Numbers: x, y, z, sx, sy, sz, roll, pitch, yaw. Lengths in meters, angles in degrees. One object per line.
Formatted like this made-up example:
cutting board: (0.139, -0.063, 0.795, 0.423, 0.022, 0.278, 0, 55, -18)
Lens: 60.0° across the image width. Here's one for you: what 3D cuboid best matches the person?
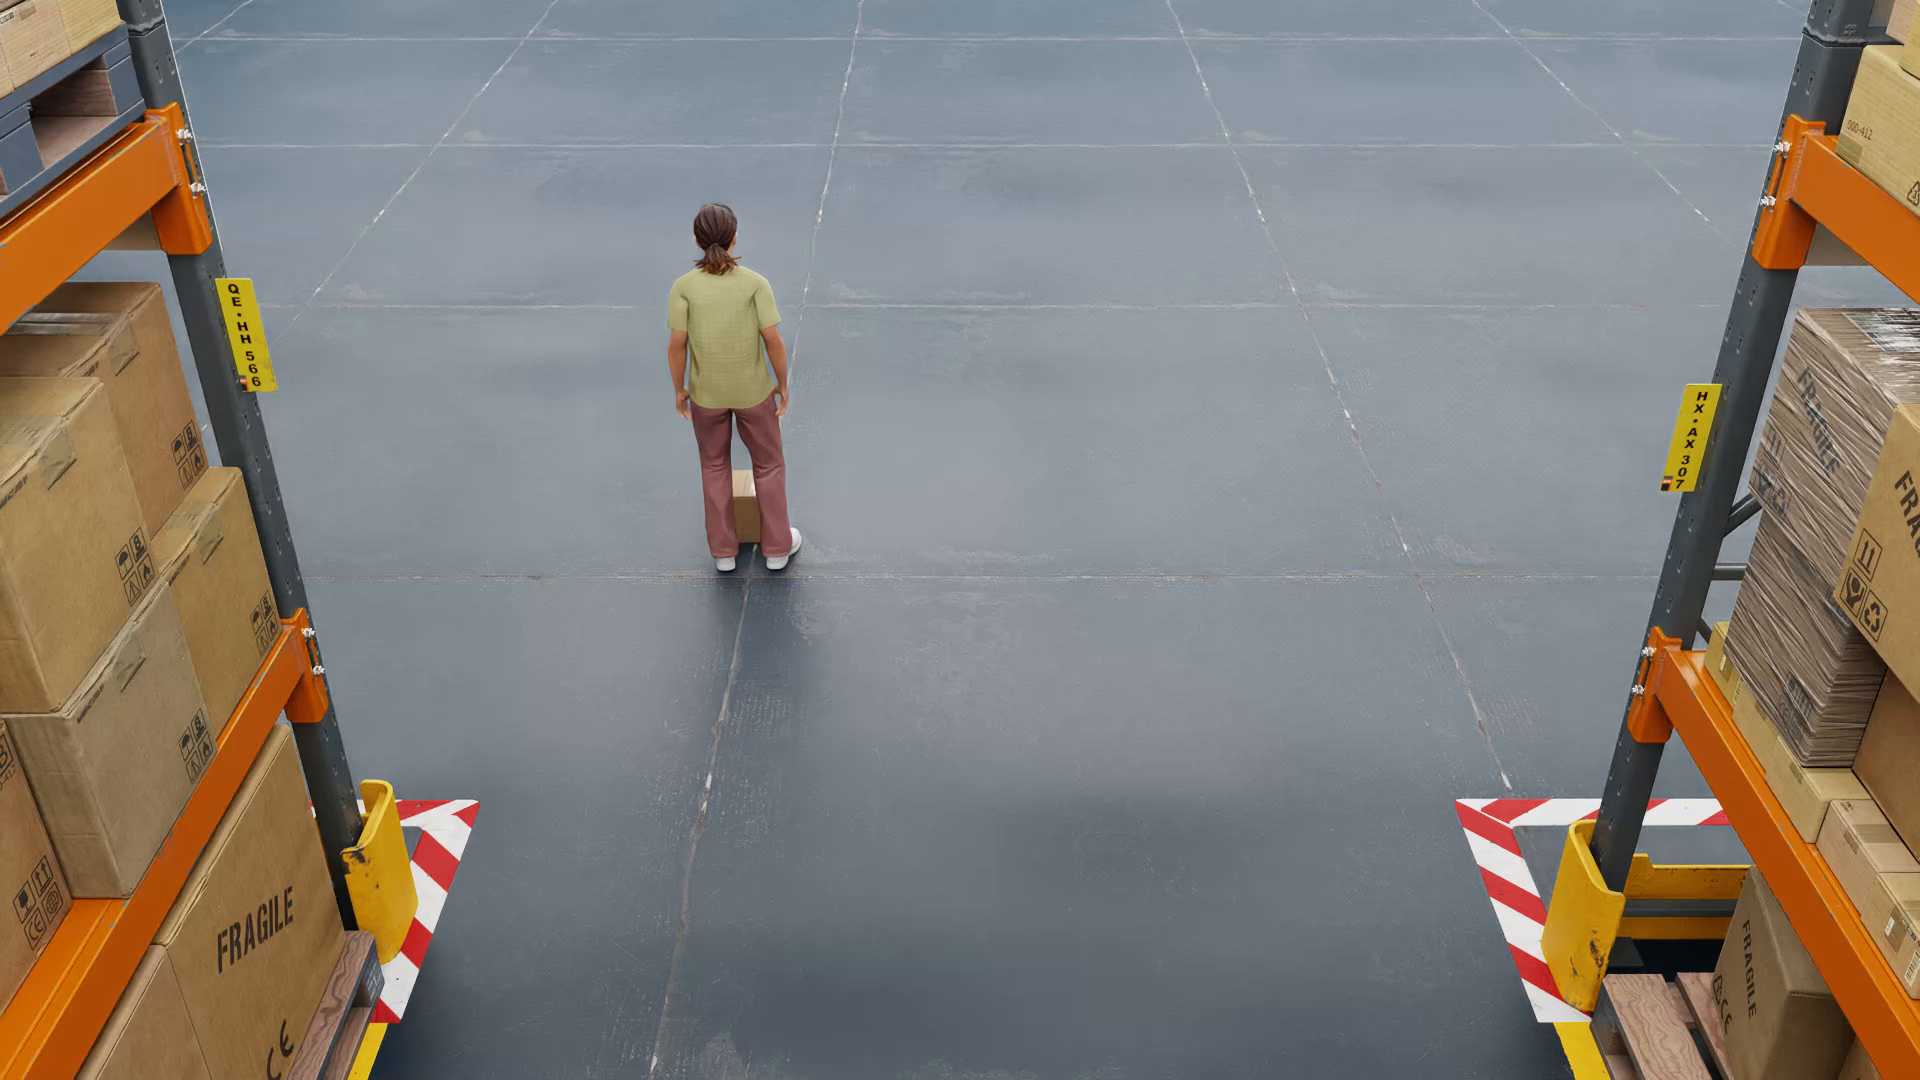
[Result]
person: (-0.980, -0.630, 7.160, 0.502, 1.671, 0.361, -1, 32, -2)
